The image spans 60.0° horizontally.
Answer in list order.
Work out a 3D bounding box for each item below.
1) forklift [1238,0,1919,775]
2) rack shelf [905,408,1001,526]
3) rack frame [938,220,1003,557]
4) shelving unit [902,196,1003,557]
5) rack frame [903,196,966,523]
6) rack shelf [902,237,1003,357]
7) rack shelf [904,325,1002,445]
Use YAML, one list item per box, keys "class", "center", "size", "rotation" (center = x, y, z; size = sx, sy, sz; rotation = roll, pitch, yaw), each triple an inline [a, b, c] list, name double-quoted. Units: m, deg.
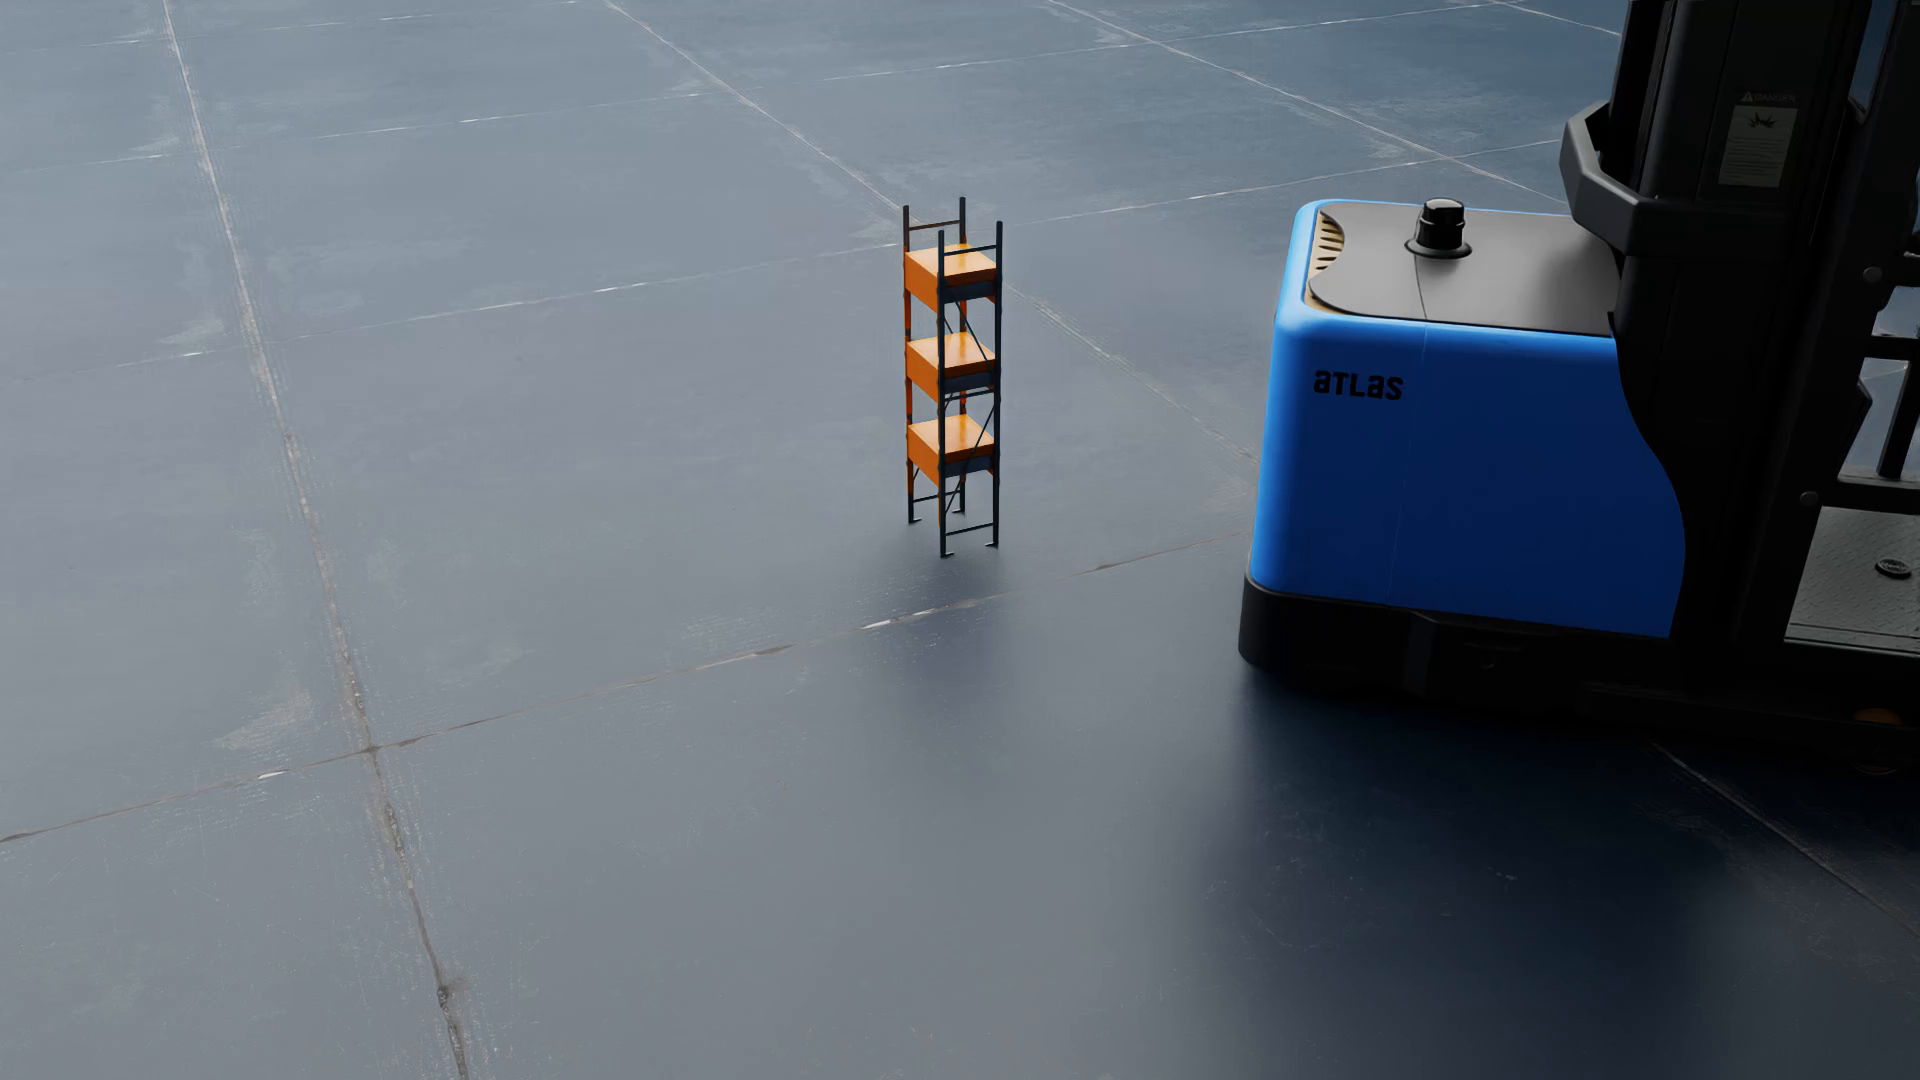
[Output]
- class: "forklift"
  center: [2.337, -0.951, 3.949]
  size: [3.031, 2.935, 1.130]
  rotation: [7, 30, 12]
- class: "rack shelf"
  center: [-0.023, -0.230, 5.176]
  size: [0.215, 0.259, 0.240]
  rotation: [-13, 32, -22]
- class: "rack frame"
  center: [0.029, -0.428, 4.939]
  size: [0.200, 1.050, 0.008]
  rotation: [-13, 32, -22]
- class: "shelving unit"
  center: [-0.023, -0.482, 5.035]
  size: [0.215, 1.050, 0.252]
  rotation: [-13, 32, -22]
- class: "rack frame"
  center: [-0.075, -0.535, 5.131]
  size: [0.200, 1.050, 0.008]
  rotation: [-13, 32, -22]
- class: "rack shelf"
  center: [-0.023, -0.720, 4.902]
  size: [0.215, 0.259, 0.240]
  rotation: [-13, 32, -22]
- class: "rack shelf"
  center: [-0.023, -0.472, 5.041]
  size: [0.215, 0.259, 0.240]
  rotation: [-13, 32, -22]
